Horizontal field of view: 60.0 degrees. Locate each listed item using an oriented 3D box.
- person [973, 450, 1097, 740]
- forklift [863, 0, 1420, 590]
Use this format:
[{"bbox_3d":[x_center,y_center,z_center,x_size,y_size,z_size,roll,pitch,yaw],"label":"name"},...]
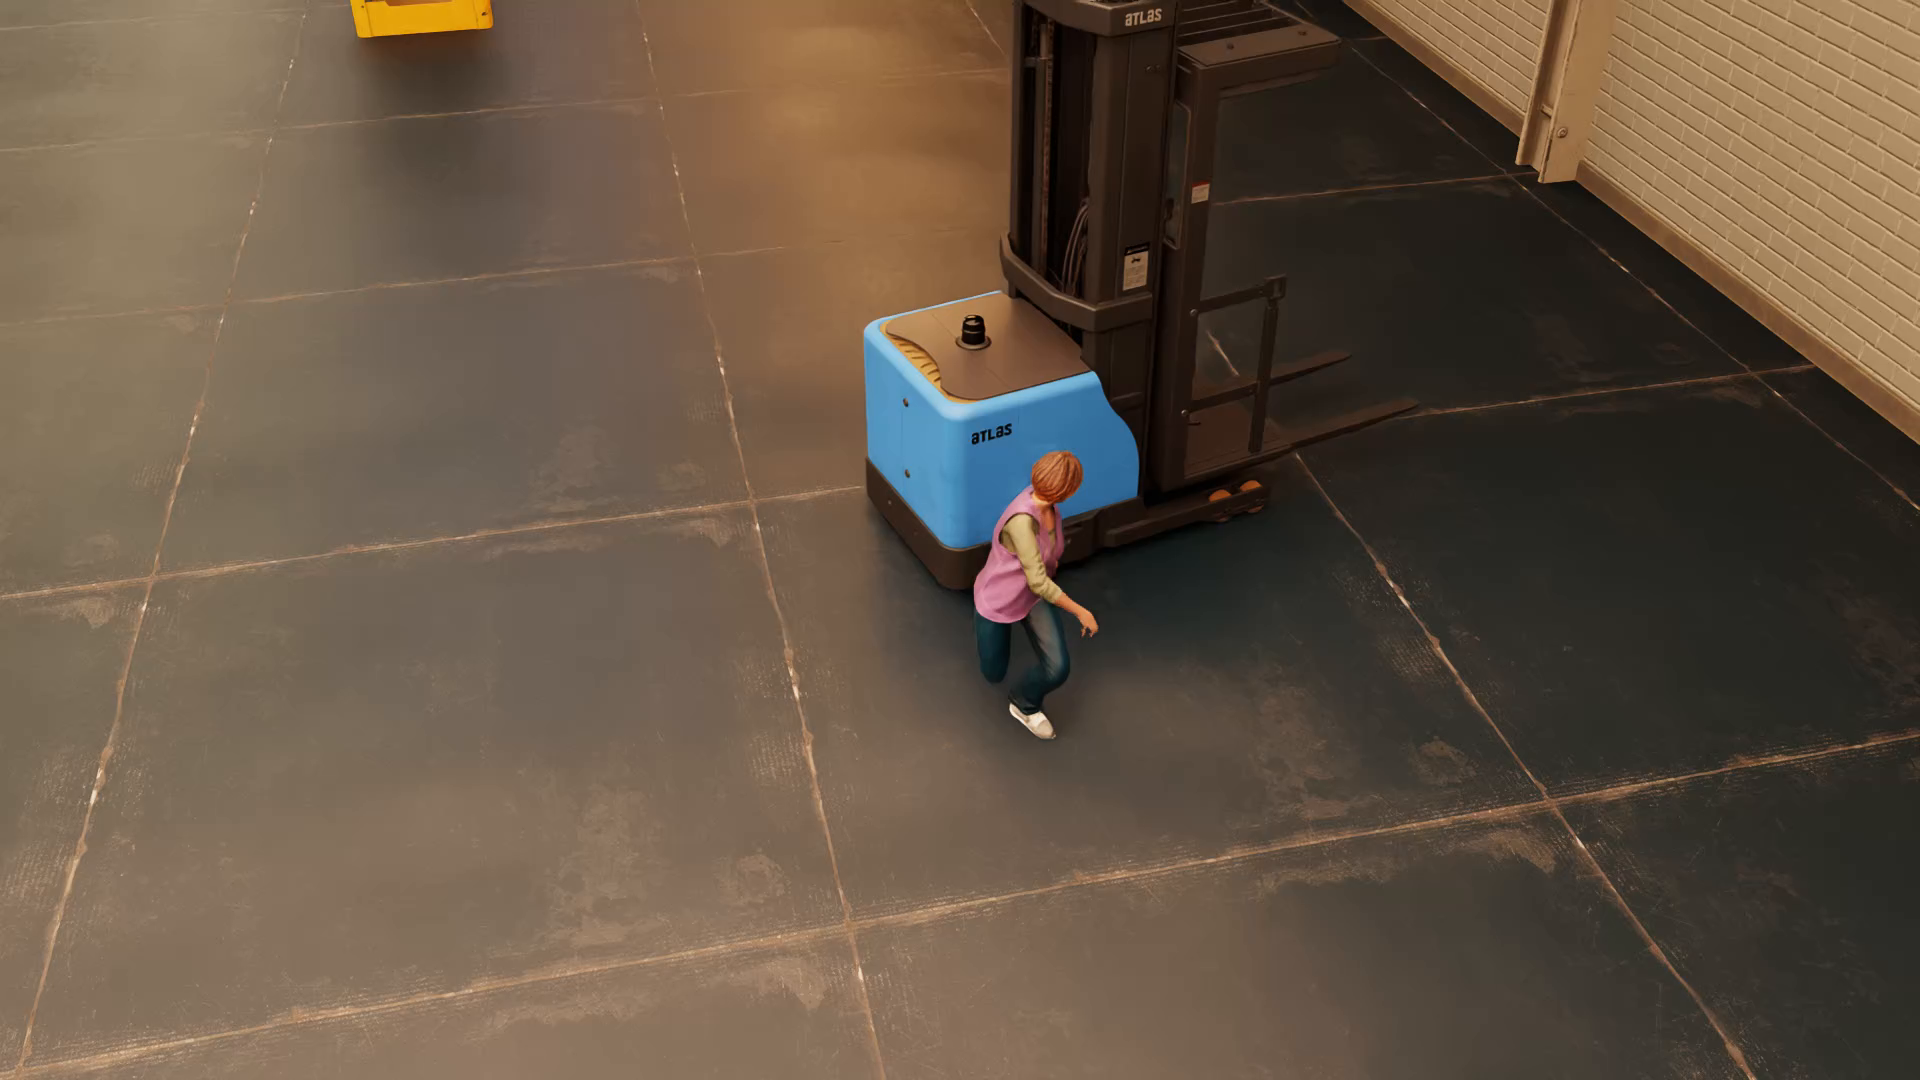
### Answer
[{"bbox_3d":[0.299,0.190,7.165,0.539,1.371,0.811,-21,41,-27],"label":"person"},{"bbox_3d":[1.058,-1.540,8.191,3.031,2.935,1.130,-17,39,-22],"label":"forklift"}]
